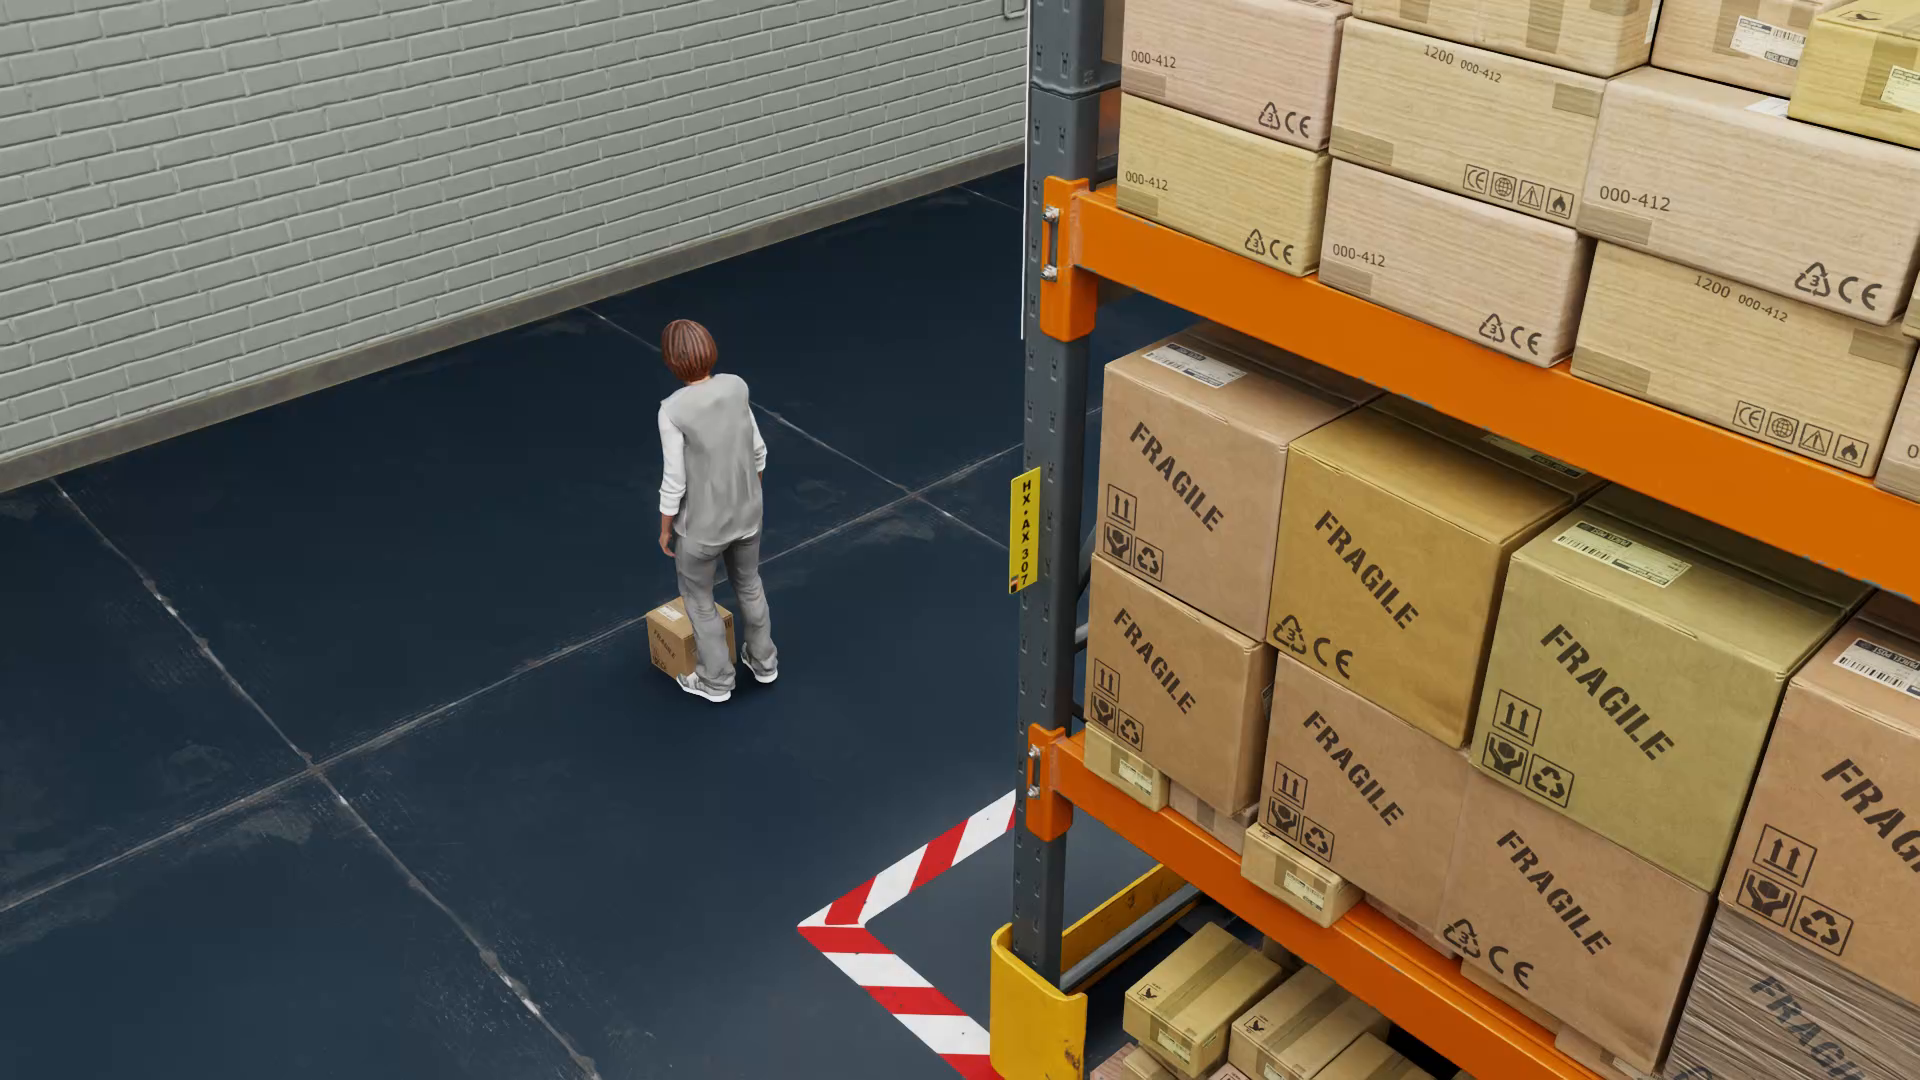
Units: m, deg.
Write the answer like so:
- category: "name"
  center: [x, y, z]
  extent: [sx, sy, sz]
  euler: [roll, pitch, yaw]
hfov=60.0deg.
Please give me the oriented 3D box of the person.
- category: "person"
  center: [-0.930, -0.083, 6.278]
  extent: [0.461, 1.593, 0.364]
  euler: [-26, 40, -35]
